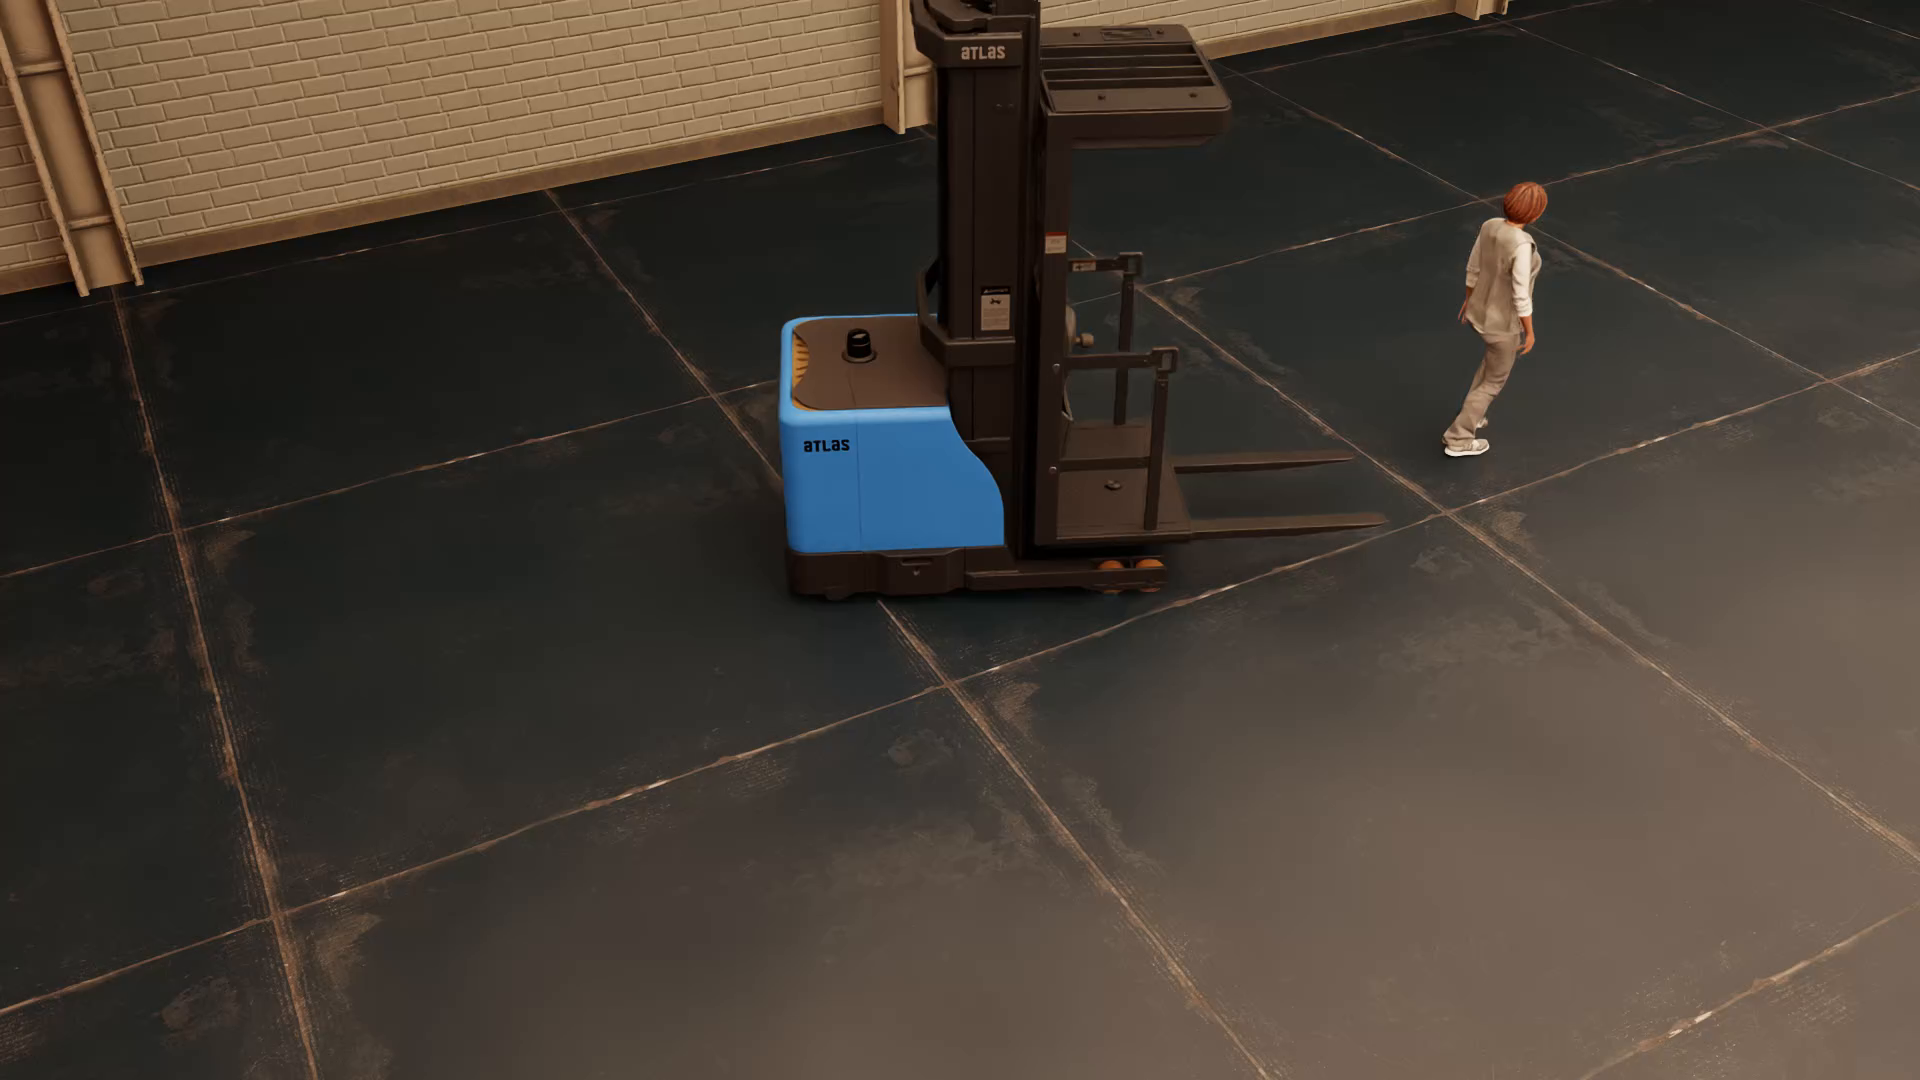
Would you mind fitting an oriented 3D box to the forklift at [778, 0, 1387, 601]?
[{"bbox_3d":[0.627,-1.232,7.866,3.031,2.935,1.130,-2,35,-3],"label":"forklift"}]

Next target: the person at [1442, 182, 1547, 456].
[{"bbox_3d":[2.906,-1.164,8.989,0.461,1.627,0.510,-10,36,-13],"label":"person"}]
